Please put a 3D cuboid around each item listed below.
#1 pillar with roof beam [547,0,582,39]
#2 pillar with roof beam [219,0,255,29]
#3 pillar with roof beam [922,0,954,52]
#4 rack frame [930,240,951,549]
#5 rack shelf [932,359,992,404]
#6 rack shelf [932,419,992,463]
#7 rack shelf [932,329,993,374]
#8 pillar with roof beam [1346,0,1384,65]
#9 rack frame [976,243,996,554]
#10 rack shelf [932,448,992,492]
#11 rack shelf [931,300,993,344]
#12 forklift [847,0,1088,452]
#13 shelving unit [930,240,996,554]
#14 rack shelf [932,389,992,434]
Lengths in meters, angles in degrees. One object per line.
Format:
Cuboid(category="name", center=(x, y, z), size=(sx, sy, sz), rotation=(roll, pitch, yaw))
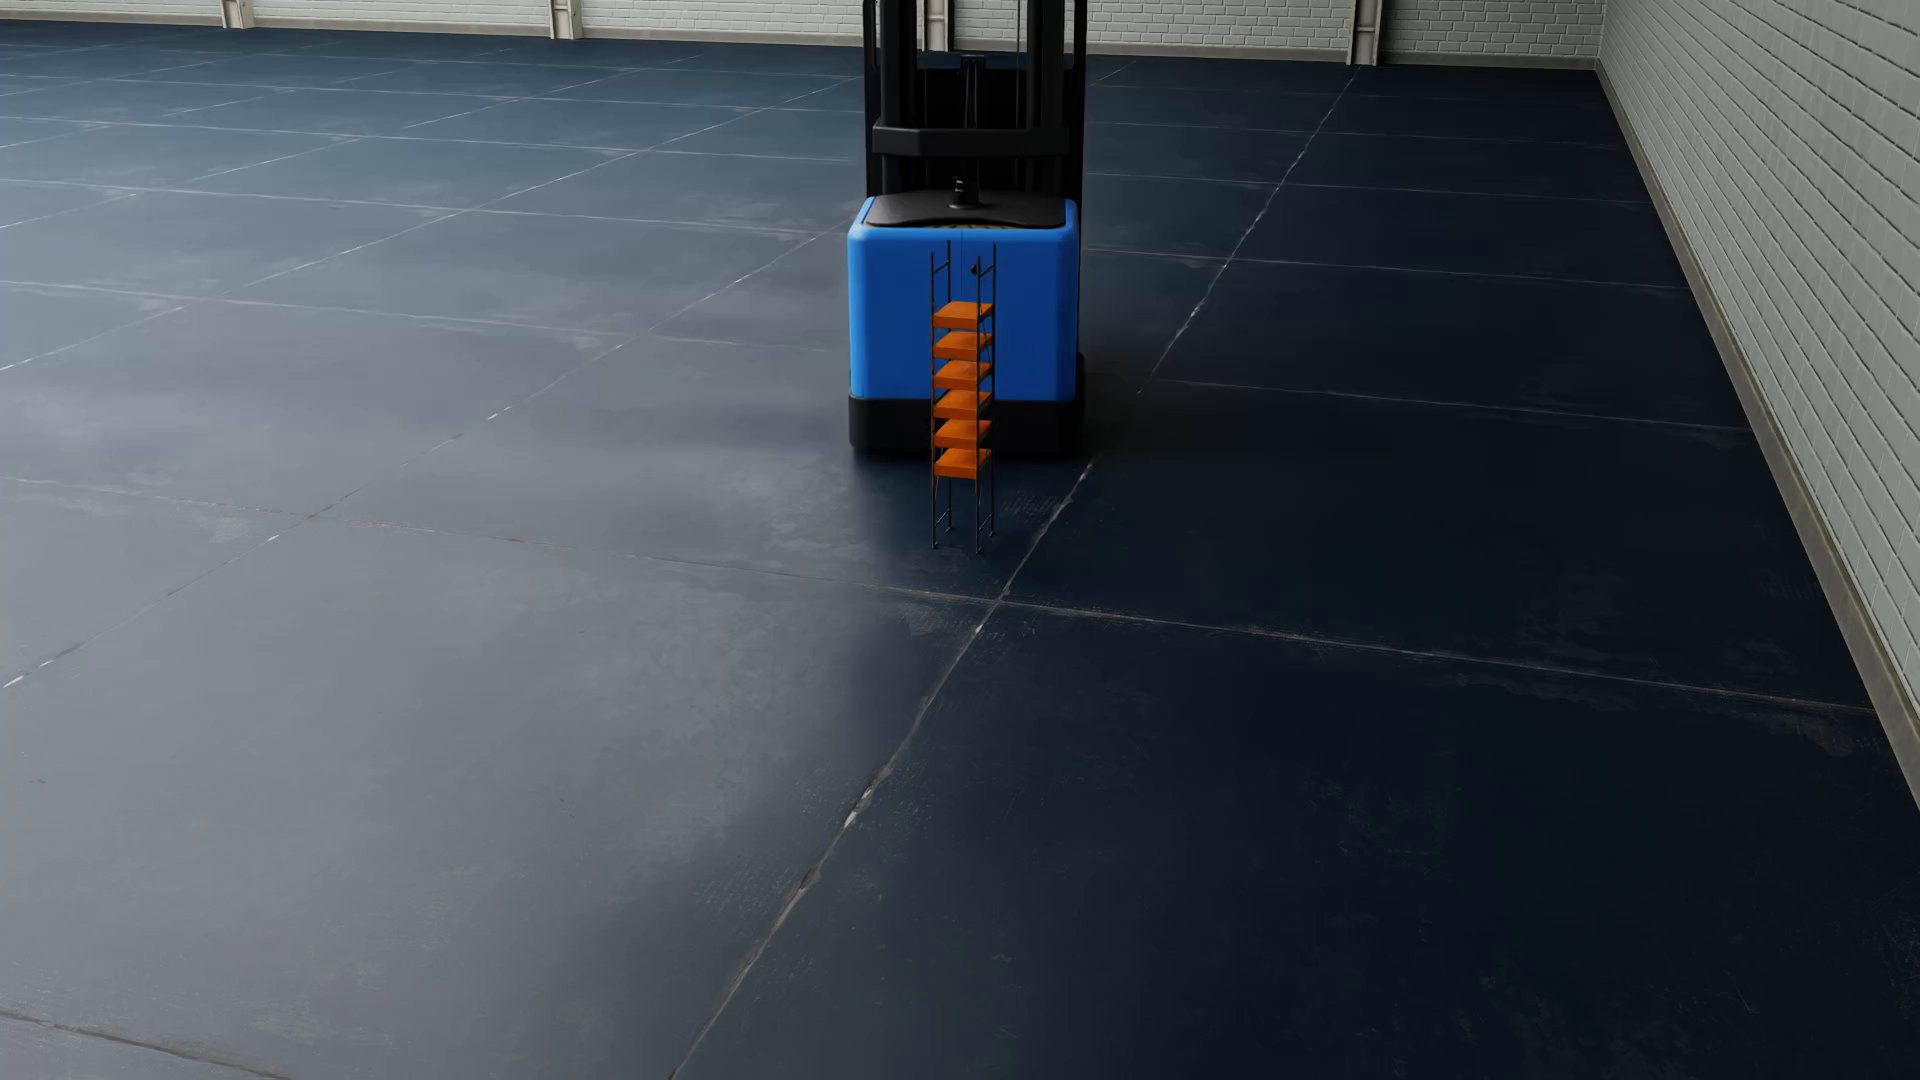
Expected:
Cuboid(category="pillar with roof beam", center=(-7.303, -10.341, 20.123), size=(0.400, 9.000, 9.100), rotation=(7, 23, 16))
Cuboid(category="pillar with roof beam", center=(-13.047, -10.999, 21.727), size=(0.400, 9.000, 9.100), rotation=(7, 23, 16))
Cuboid(category="pillar with roof beam", center=(-1.559, -9.683, 18.520), size=(0.400, 9.000, 9.100), rotation=(7, 23, 16))
Cuboid(category="rack frame", center=(-0.074, -0.564, 6.563), size=(0.006, 1.200, 0.240), rotation=(7, 23, 16))
Cuboid(category="rack shelf", center=(0.014, -0.623, 6.510), size=(0.180, 0.103, 0.258), rotation=(7, 23, 16))
Cuboid(category="rack shelf", center=(0.014, -0.401, 6.601), size=(0.180, 0.103, 0.258), rotation=(7, 23, 16))
Cuboid(category="rack shelf", center=(0.014, -0.734, 6.464), size=(0.180, 0.103, 0.258), rotation=(7, 23, 16))
Cuboid(category="pillar with roof beam", center=(4.186, -9.026, 16.916), size=(0.400, 9.000, 9.100), rotation=(7, 23, 16))
Cuboid(category="rack frame", center=(0.101, -0.543, 6.514), size=(0.006, 1.200, 0.240), rotation=(7, 23, 16))
Cuboid(category="rack shelf", center=(0.014, -0.290, 6.646), size=(0.180, 0.103, 0.258), rotation=(7, 23, 16))
Cuboid(category="rack shelf", center=(0.014, -0.845, 6.419), size=(0.180, 0.103, 0.258), rotation=(7, 23, 16))
Cuboid(category="forklift", center=(0.085, -2.268, 8.438), size=(1.130, 2.935, 3.031), rotation=(1, 22, 3))
Cuboid(category="shelving unit", center=(0.014, -0.554, 6.538), size=(0.189, 1.200, 0.258), rotation=(7, 23, 16))
Cuboid(category="rack shelf", center=(0.014, -0.512, 6.555), size=(0.180, 0.103, 0.258), rotation=(7, 23, 16))
